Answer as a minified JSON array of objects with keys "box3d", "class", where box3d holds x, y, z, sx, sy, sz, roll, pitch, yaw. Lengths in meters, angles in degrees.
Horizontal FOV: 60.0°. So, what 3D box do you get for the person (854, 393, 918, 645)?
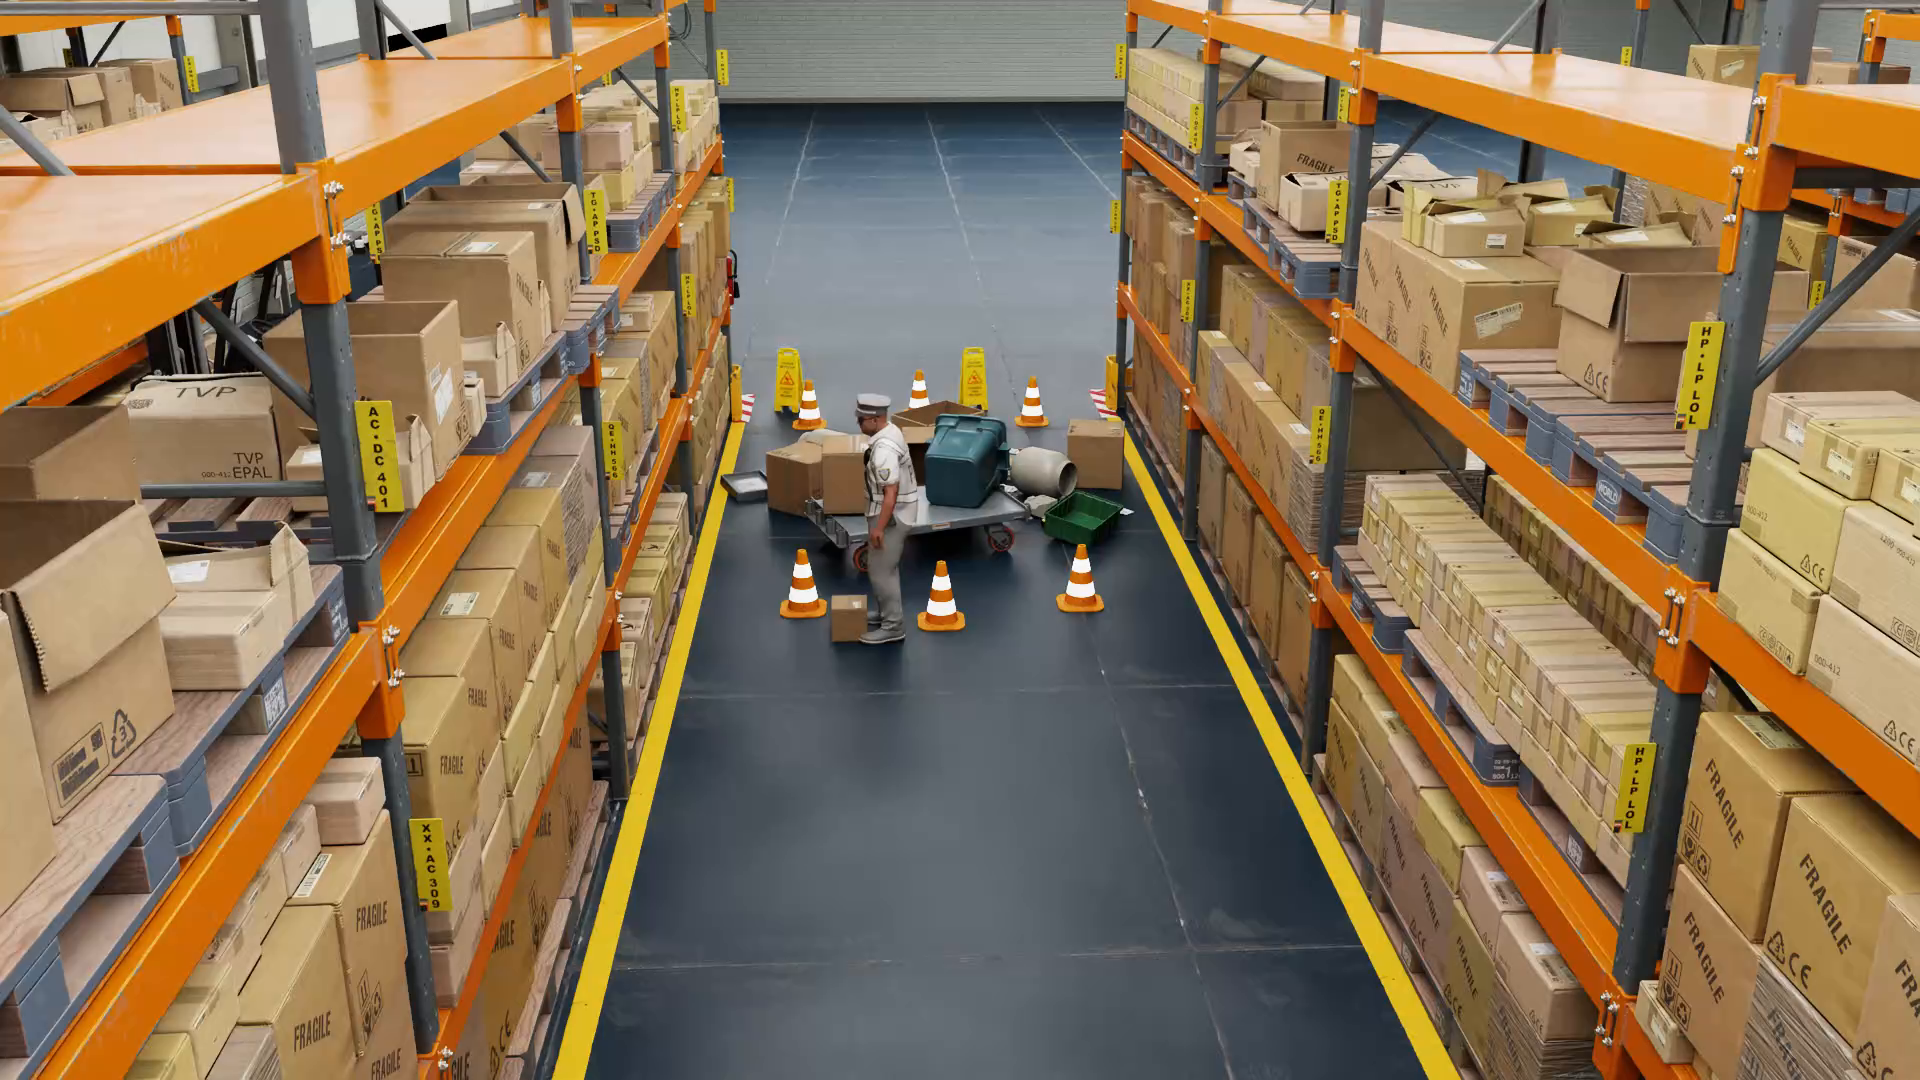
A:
[{"box3d":[-0.508,-0.161,11.499,0.436,1.748,0.587,-1,20,-3],"class":"person"}]
